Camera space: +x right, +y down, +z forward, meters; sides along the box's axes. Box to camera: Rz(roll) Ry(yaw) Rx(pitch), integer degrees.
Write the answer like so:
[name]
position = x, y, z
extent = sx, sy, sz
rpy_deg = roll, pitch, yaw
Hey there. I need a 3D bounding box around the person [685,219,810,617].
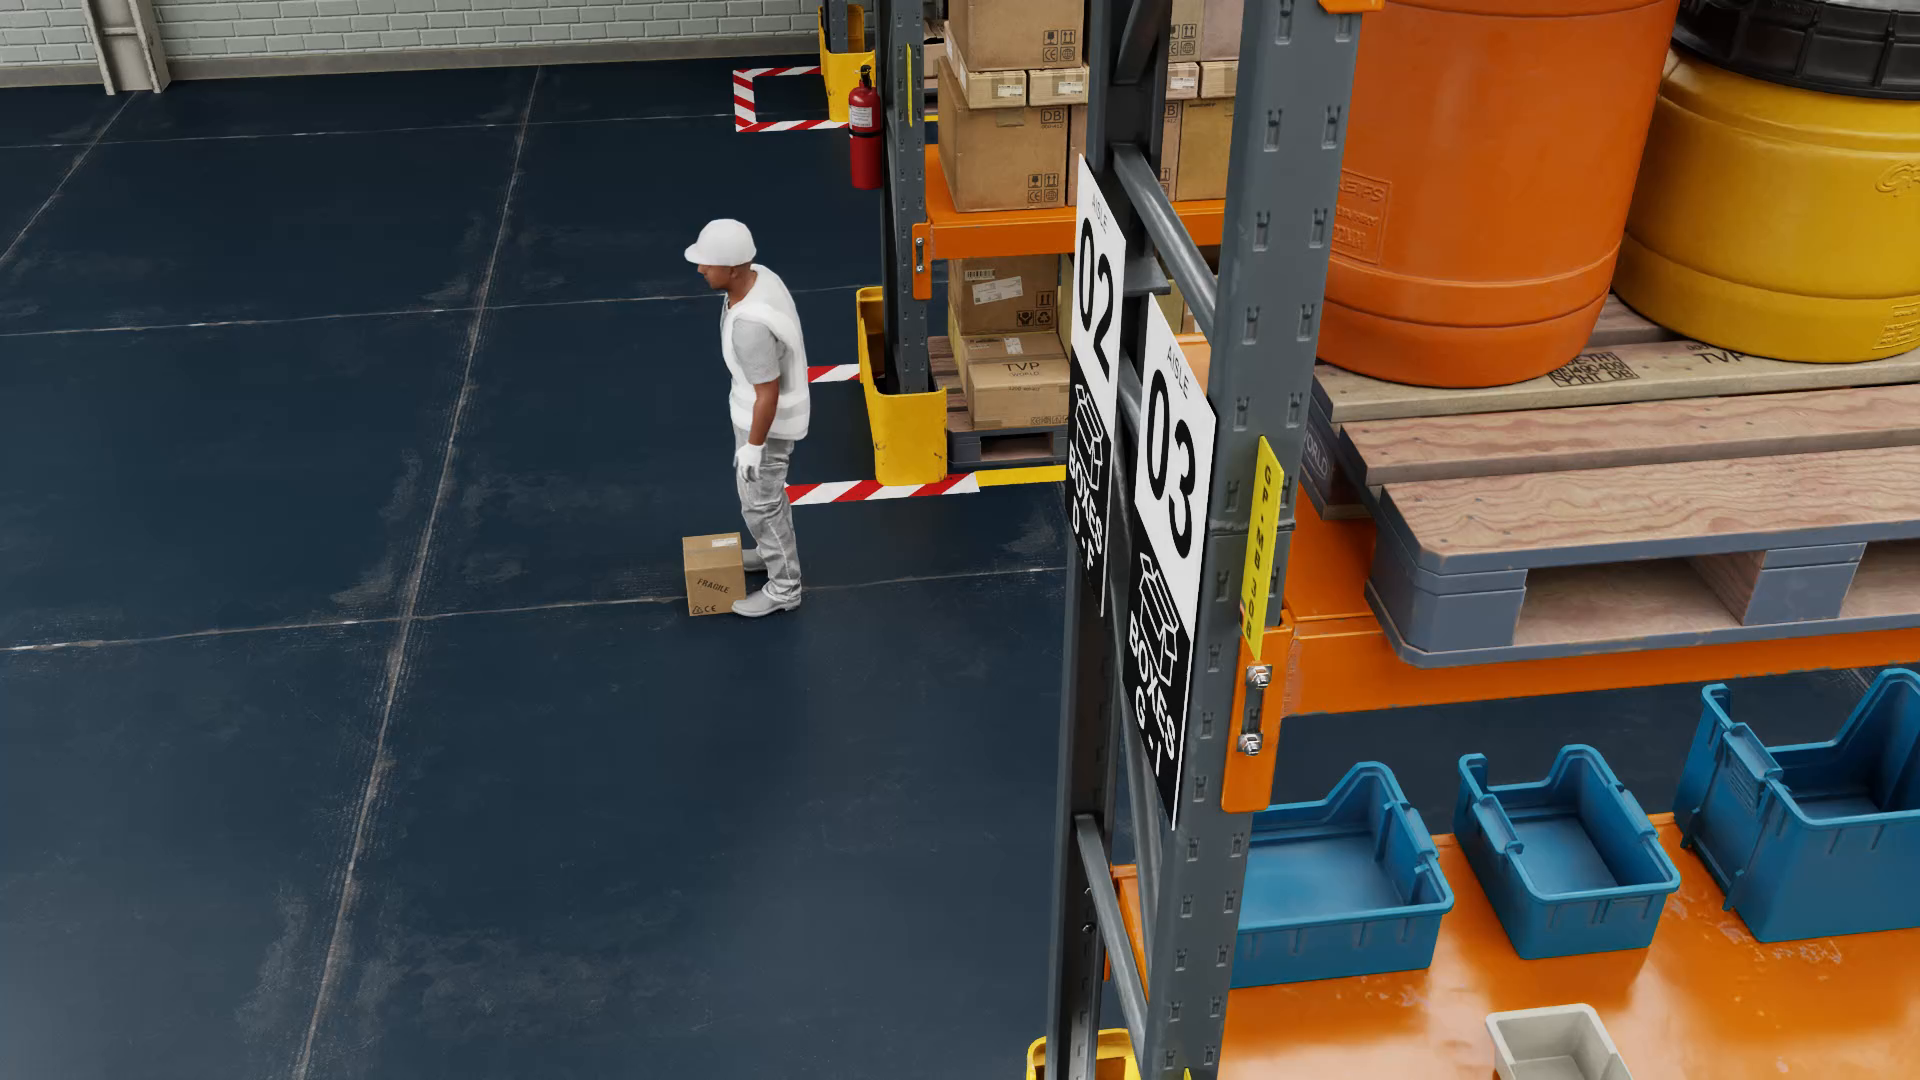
[person]
position = -0.842, -0.507, 6.871
extent = 0.446, 1.774, 0.619
rpy_deg = -4, 35, -6
